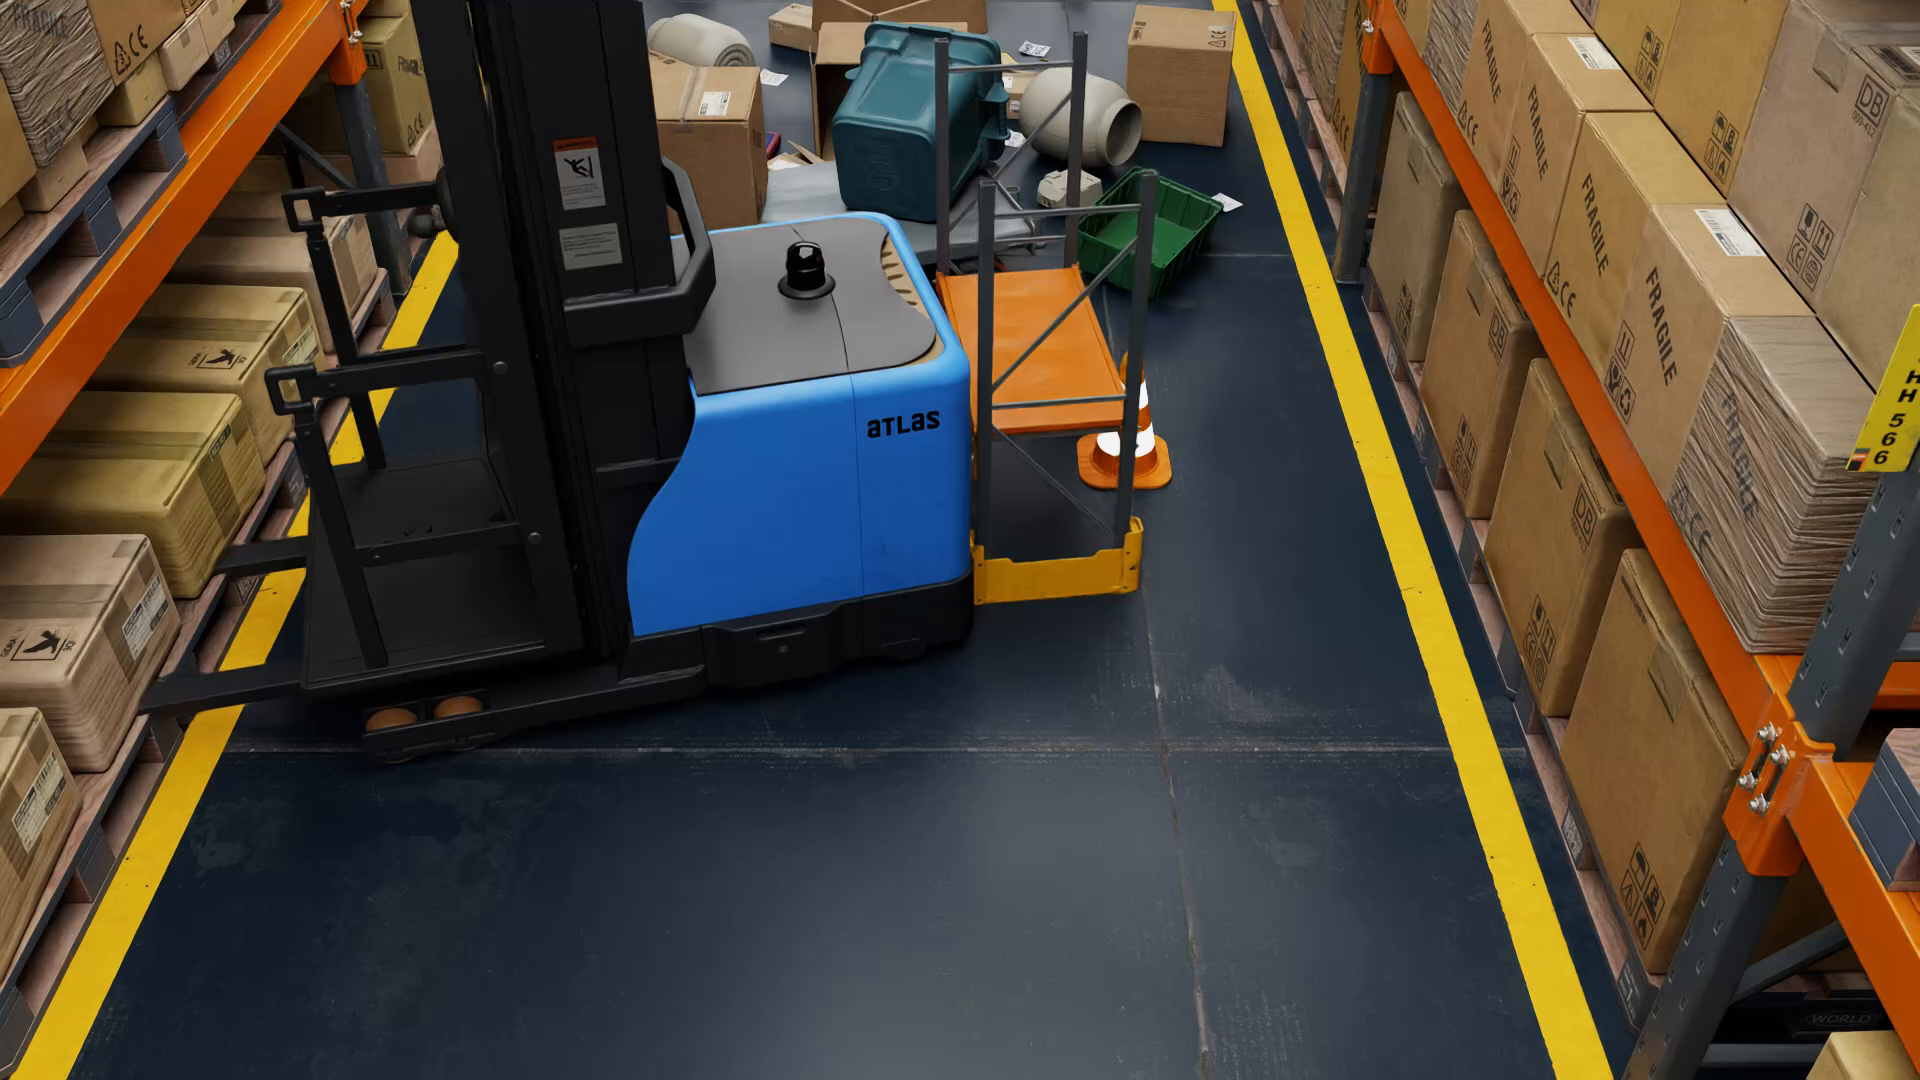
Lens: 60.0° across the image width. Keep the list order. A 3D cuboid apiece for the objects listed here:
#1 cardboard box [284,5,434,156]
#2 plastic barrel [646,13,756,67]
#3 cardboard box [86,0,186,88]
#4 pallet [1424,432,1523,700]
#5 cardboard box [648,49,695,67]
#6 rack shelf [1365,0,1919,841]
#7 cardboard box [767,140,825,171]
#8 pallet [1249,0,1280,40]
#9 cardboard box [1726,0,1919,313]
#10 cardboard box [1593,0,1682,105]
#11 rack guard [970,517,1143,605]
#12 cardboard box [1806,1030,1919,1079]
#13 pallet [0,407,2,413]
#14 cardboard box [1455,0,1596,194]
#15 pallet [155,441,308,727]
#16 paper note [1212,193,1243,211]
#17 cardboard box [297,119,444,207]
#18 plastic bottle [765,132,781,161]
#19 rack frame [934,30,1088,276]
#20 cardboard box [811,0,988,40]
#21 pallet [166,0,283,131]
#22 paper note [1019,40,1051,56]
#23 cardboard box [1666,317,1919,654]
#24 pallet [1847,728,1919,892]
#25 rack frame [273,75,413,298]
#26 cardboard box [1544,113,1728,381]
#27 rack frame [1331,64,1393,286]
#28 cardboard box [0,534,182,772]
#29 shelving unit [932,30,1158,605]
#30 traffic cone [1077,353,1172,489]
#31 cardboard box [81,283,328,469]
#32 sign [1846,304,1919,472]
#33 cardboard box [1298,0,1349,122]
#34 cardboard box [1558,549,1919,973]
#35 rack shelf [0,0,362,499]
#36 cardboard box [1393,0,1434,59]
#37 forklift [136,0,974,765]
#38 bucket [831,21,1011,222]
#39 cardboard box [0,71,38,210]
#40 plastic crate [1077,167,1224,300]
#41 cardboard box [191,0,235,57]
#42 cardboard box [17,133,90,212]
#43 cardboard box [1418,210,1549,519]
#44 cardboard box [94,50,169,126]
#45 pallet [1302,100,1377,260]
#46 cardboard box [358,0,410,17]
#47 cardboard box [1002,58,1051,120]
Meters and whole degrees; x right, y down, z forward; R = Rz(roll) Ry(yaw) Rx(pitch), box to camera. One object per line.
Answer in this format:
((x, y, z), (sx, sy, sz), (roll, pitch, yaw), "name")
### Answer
((-2.572, -1.983, 7.089), (0.500, 0.500, 0.500), (2, 39, 2), "cardboard box")
((-1.329, -2.436, 8.451), (0.512, 0.421, 0.421), (28, 46, 30), "plastic barrel")
((-2.614, -1.628, 4.729), (0.500, 0.500, 0.500), (1, 39, 1), "cardboard box")
((2.190, 0.039, 5.533), (1.003, 0.211, 1.213), (0, 39, 0), "pallet")
((-1.481, -1.927, 7.752), (0.500, 0.500, 0.500), (28, 46, 30), "cardboard box")
((2.111, -0.765, 4.882), (1.077, 0.370, 4.000), (0, 39, 0), "rack shelf")
((-0.696, -1.674, 7.627), (0.258, 0.266, 0.396), (-28, 46, -30), "cardboard box")
((2.184, -3.210, 9.587), (1.003, 0.211, 1.213), (0, 39, 0), "pallet")
((2.121, -0.822, 3.497), (0.700, 0.500, 0.500), (-1, 39, -1), "cardboard box")
((2.118, -1.462, 4.296), (0.700, 0.500, 0.500), (0, 39, 0), "cardboard box")
((0.301, 0.069, 5.463), (0.587, 0.250, 0.087), (-5, 39, -6), "rack guard")
((1.872, 1.155, 2.974), (0.500, 0.250, 0.500), (-2, 39, -2), "cardboard box")
((-2.944, -0.099, 3.629), (1.213, 0.211, 1.003), (0, 39, 0), "pallet")
((1.840, -1.378, 4.991), (0.500, 0.500, 0.500), (0, 39, 0), "cardboard box")
((-2.834, 0.110, 5.444), (1.003, 0.211, 1.213), (0, 39, 0), "pallet")
((1.203, -1.558, 7.670), (0.147, 0.020, 0.142), (-28, 46, -30), "paper note")
((-2.572, -1.690, 7.323), (0.500, 0.250, 0.500), (-2, 39, -2), "cardboard box")
((-0.967, -1.892, 8.062), (0.133, 0.061, 0.283), (6, 39, 8), "plastic bottle")
((0.167, -1.048, 5.858), (0.500, 1.500, 0.032), (-5, 39, -6), "rack frame")
((-0.312, -2.661, 8.668), (0.797, 0.503, 0.637), (-28, 46, -30), "cardboard box")
((-2.985, -1.677, 5.598), (1.003, 0.211, 1.213), (0, 39, 0), "pallet")
((0.408, -2.683, 9.075), (0.144, 0.017, 0.142), (13, 40, 15), "paper note")
((1.845, -0.116, 3.416), (0.500, 0.500, 0.500), (0, 39, 0), "cardboard box")
((2.221, 0.725, 2.600), (1.213, 0.211, 1.003), (0, 39, 0), "pallet")
((-2.841, -2.230, 6.134), (1.000, 3.000, 0.127), (0, 39, 0), "rack frame")
((1.845, -0.741, 4.195), (0.500, 0.500, 0.500), (-1, 39, -1), "cardboard box")
((2.109, -2.297, 6.218), (1.000, 3.000, 0.127), (0, 39, 0), "rack frame")
((-2.836, 0.318, 4.720), (0.950, 0.372, 0.625), (-1, 39, -1), "cardboard box")
((0.235, -0.727, 5.458), (0.587, 1.500, 1.083), (-5, 39, -6), "shelving unit")
((0.601, -0.467, 5.963), (0.336, 0.463, 0.334), (0, 39, 0), "traffic cone")
((-2.834, -0.591, 5.854), (0.950, 0.372, 0.625), (2, 39, 3), "cardboard box")
((1.559, -0.245, 2.731), (0.100, 0.325, 0.005), (0, 39, 0), "sign")
((2.173, -2.589, 7.945), (0.875, 0.875, 0.875), (0, 39, 0), "cardboard box")
((2.203, 0.538, 4.144), (1.050, 0.750, 0.750), (-1, 39, -1), "cardboard box")
((-2.839, -0.699, 4.798), (1.077, 0.370, 4.000), (0, 39, 0), "rack shelf")
((1.841, -2.007, 5.776), (0.500, 0.500, 0.500), (0, 39, 0), "cardboard box")
((-1.531, -0.850, 4.467), (3.031, 2.935, 1.130), (-10, 40, -12), "forklift")
((-0.197, -1.696, 6.870), (0.726, 0.611, 0.620), (13, 50, 15), "bucket")
((-2.620, -0.987, 3.930), (0.500, 0.500, 0.500), (1, 39, 1), "cardboard box")
((0.799, -1.330, 7.213), (0.450, 0.188, 0.662), (27, 45, 16), "plastic crate")
((-2.545, -1.648, 5.273), (0.380, 0.149, 0.250), (-1, 39, -1), "cardboard box")
((-2.604, -1.009, 4.475), (0.380, 0.149, 0.250), (1, 39, 1), "cardboard box")
((2.197, -0.591, 5.553), (1.050, 0.750, 0.750), (0, 39, 0), "cardboard box")
((-2.577, -1.336, 4.884), (0.380, 0.149, 0.250), (0, 39, 0), "cardboard box")
((2.186, -1.684, 7.683), (1.003, 0.211, 1.213), (0, 39, 0), "pallet")
((-2.512, -2.314, 6.984), (0.380, 0.149, 0.250), (0, 39, 1), "cardboard box")
((0.265, -2.304, 8.412), (0.396, 0.266, 0.258), (6, 39, 8), "cardboard box")
